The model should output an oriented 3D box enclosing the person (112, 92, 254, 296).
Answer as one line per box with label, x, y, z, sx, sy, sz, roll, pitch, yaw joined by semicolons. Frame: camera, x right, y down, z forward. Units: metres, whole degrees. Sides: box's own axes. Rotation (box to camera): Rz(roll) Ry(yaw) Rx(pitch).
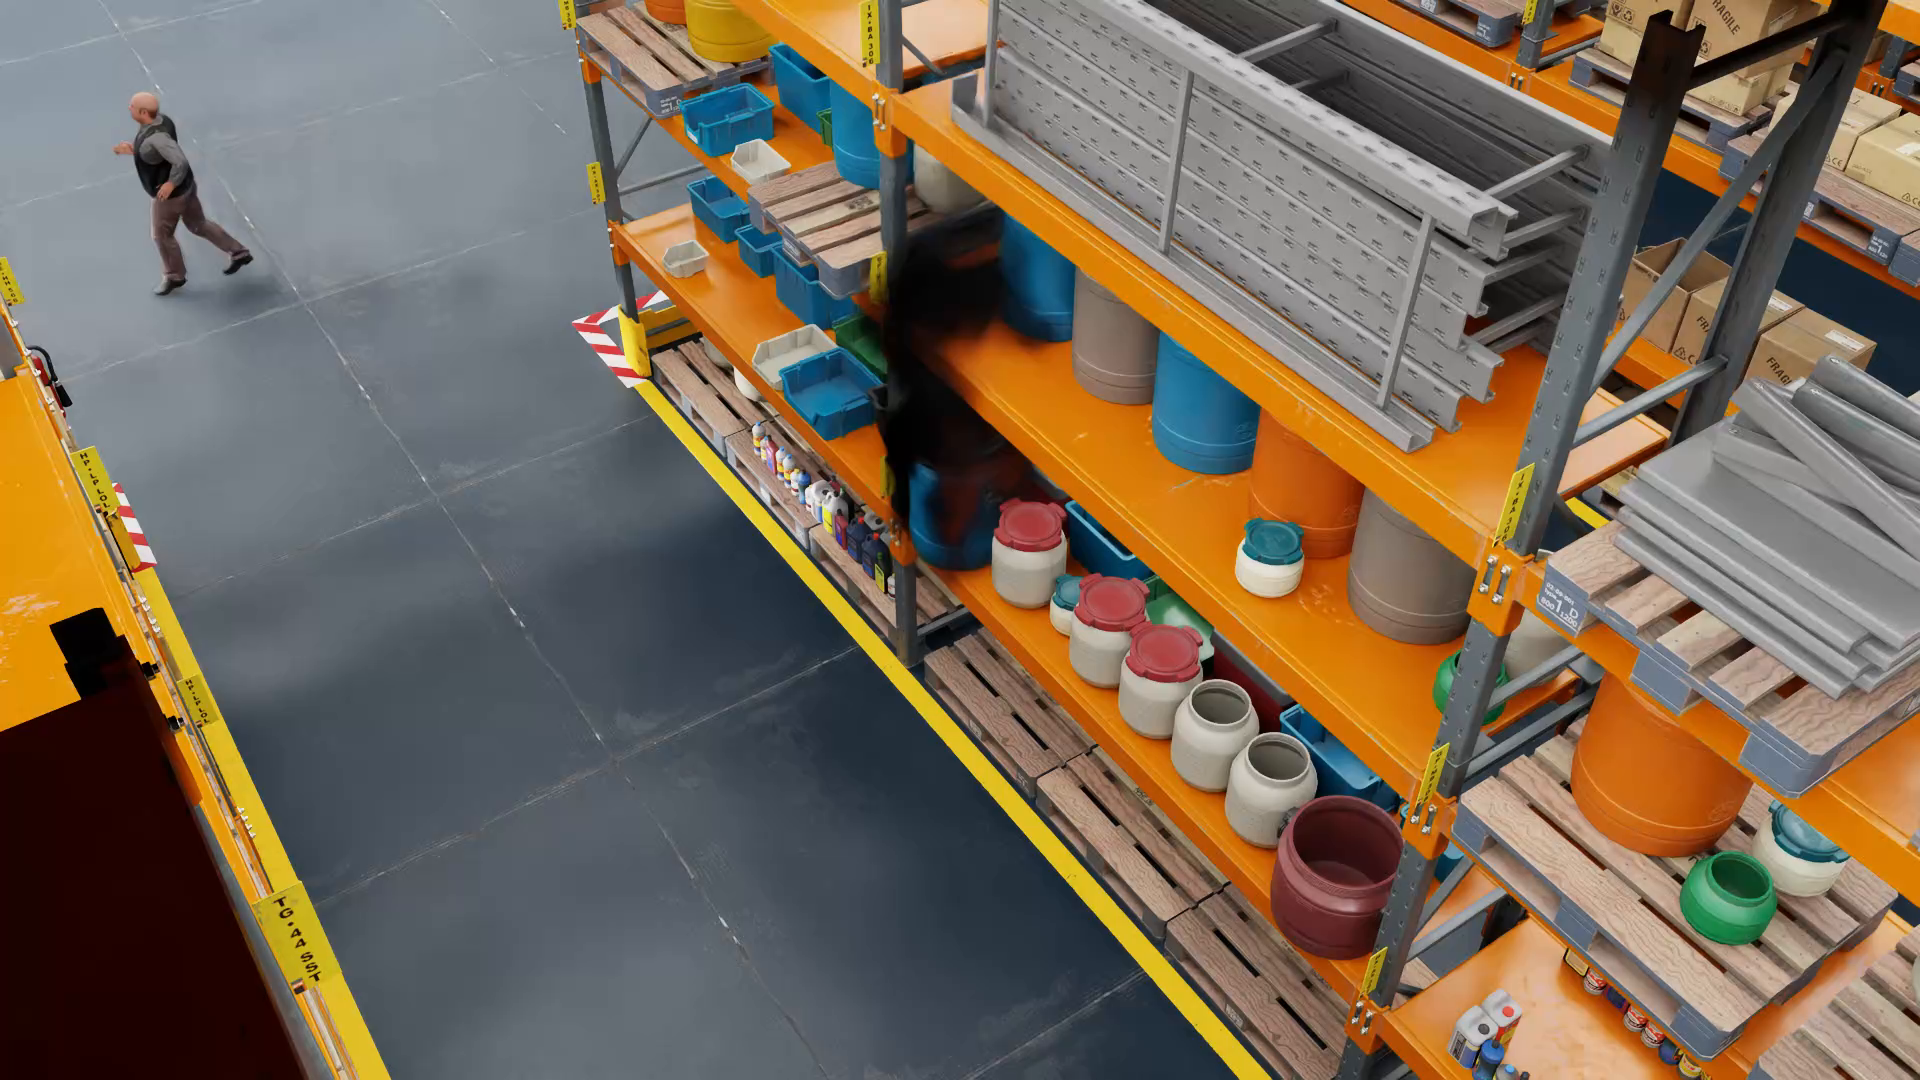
person;-6.393;-2.824;13.538;0.837;1.760;0.647;-5;43;-6
